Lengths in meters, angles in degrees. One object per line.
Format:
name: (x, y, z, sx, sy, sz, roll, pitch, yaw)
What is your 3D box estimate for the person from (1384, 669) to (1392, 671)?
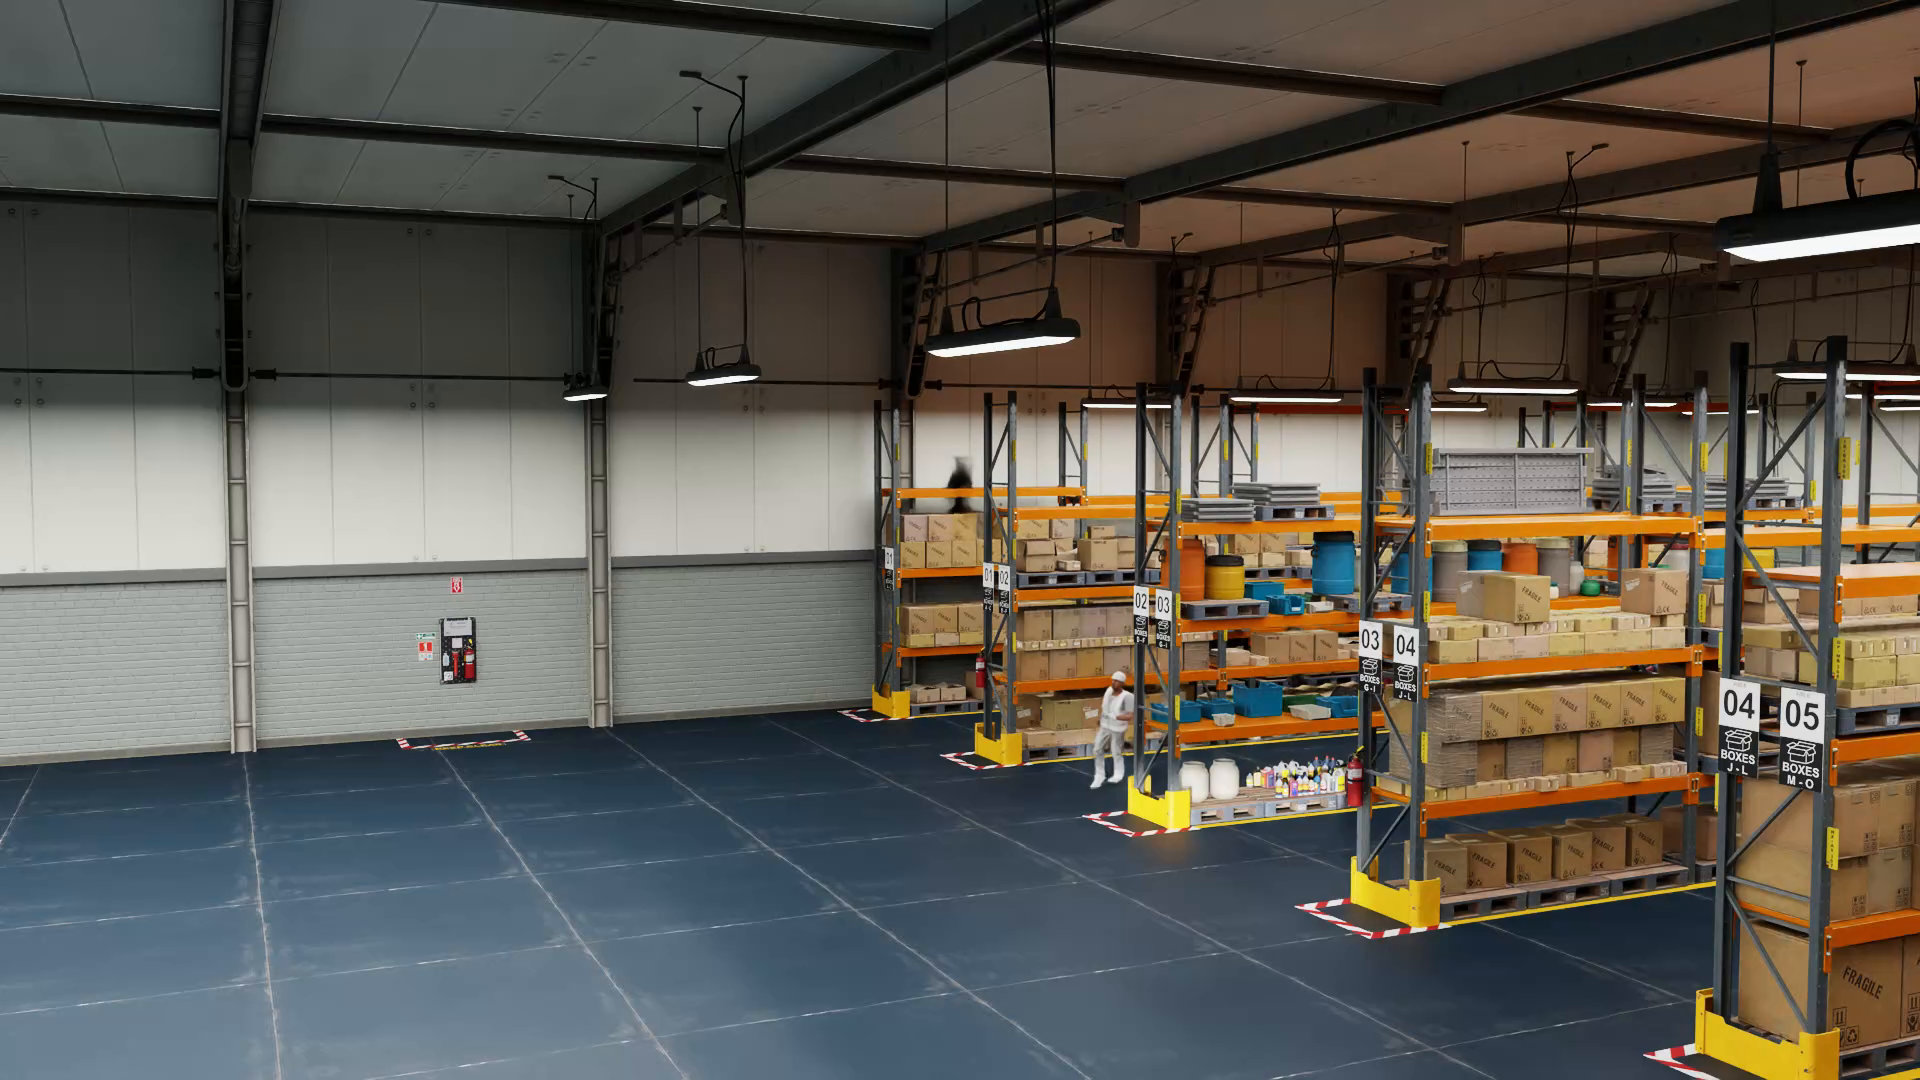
person: (8.931, 2.316, 33.953, 0.639, 1.744, 0.698, -2, 4, -29)

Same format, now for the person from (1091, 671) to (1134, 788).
person: (2.350, 2.852, 24.880, 0.710, 1.817, 0.694, 3, 4, 37)

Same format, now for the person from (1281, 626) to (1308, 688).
person: (6.741, 2.380, 33.374, 0.974, 1.697, 0.659, -3, 4, -38)
